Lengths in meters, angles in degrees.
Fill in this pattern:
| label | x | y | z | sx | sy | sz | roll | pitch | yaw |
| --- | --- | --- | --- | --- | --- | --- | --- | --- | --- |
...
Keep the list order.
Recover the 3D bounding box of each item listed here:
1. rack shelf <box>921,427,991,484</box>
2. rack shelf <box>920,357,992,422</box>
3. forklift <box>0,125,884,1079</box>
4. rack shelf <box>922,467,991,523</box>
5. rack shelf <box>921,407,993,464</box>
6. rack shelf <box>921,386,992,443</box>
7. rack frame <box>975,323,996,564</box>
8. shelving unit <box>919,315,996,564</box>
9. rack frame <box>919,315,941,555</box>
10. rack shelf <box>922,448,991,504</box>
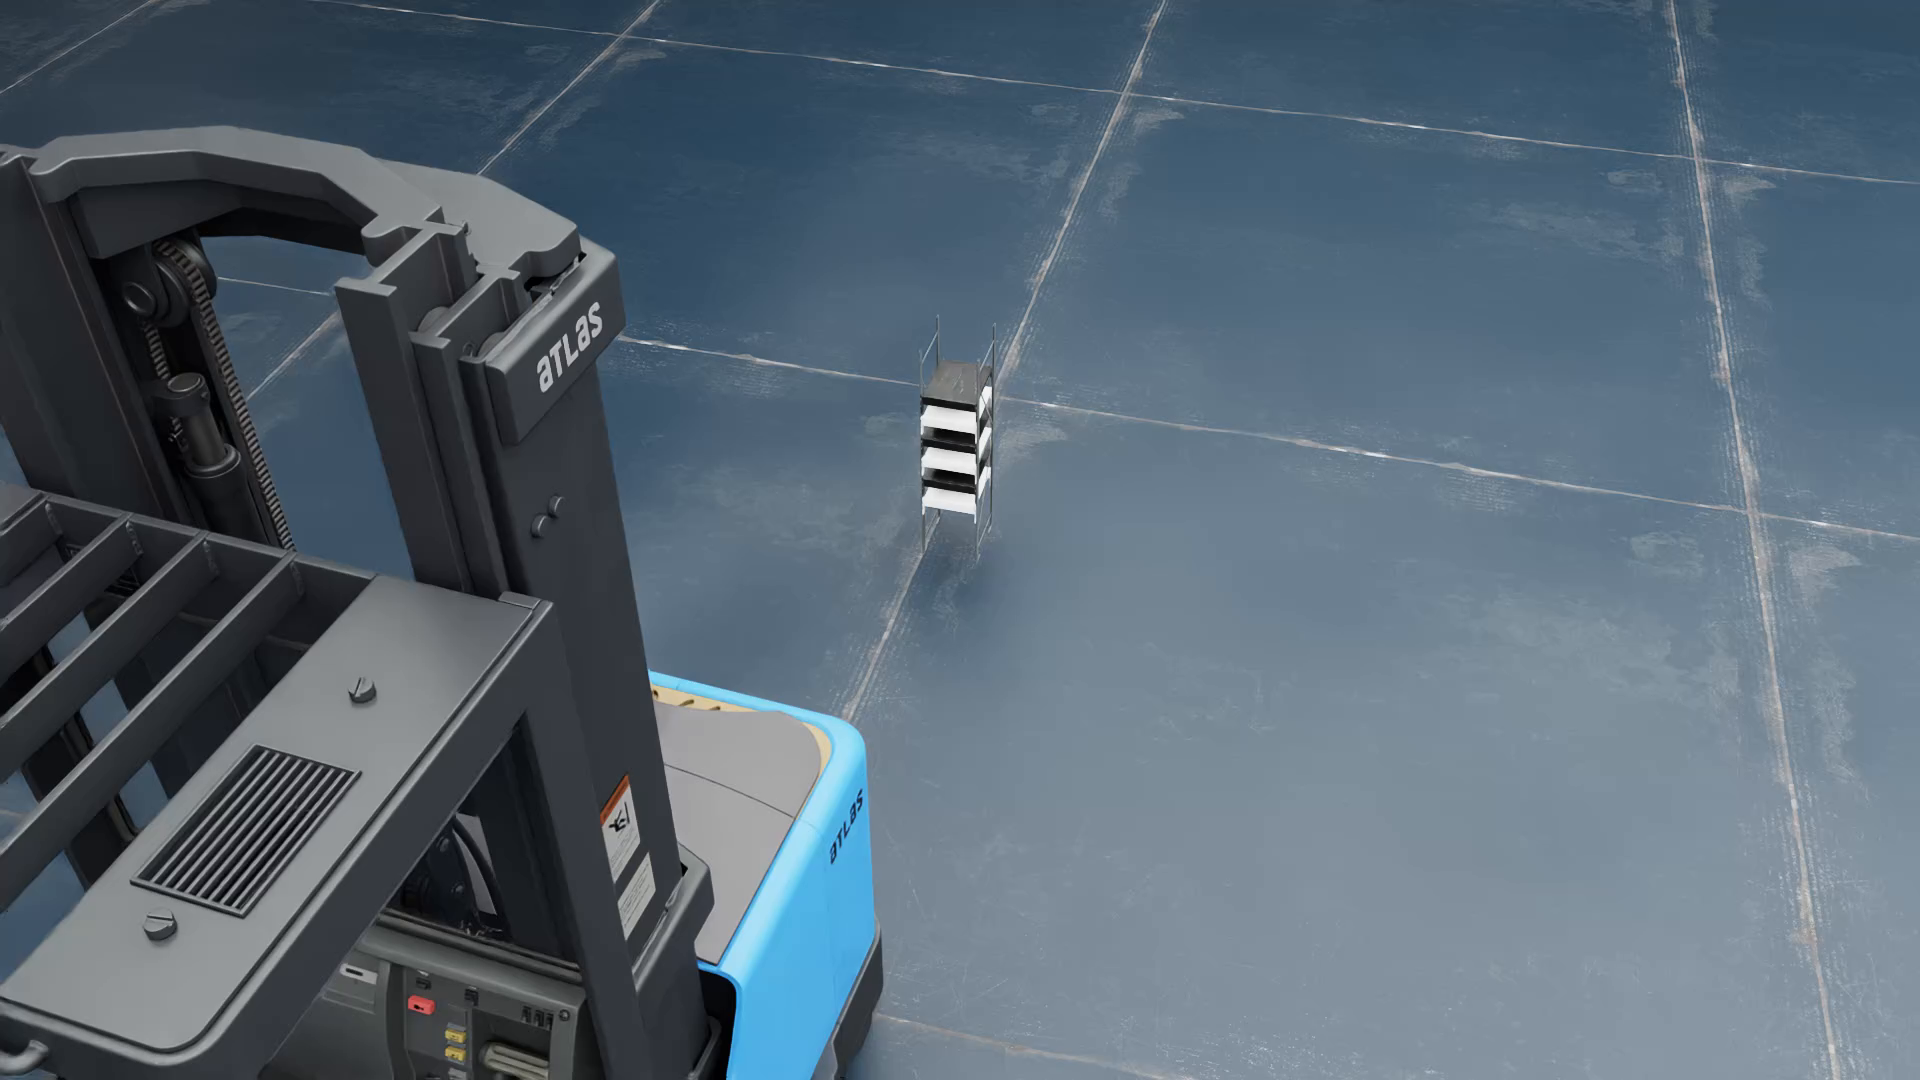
| label | x | y | z | sx | sy | sz | roll | pitch | yaw |
| --- | --- | --- | --- | --- | --- | --- | --- | --- | --- |
| rack shelf | -0.008 | -0.320 | 5.984 | 0.200 | 0.077 | 0.258 | 10 | 41 | 11 |
| rack shelf | -0.008 | -0.527 | 5.810 | 0.200 | 0.077 | 0.258 | 10 | 41 | 11 |
| forklift | -1.166 | 0.947 | 2.844 | 1.130 | 2.935 | 3.031 | 12 | 42 | 14 |
| rack shelf | -0.008 | -0.183 | 6.099 | 0.200 | 0.077 | 0.258 | 10 | 41 | 11 |
| rack shelf | -0.008 | -0.389 | 5.926 | 0.200 | 0.077 | 0.258 | 10 | 41 | 11 |
| rack shelf | -0.008 | -0.458 | 5.868 | 0.200 | 0.077 | 0.258 | 10 | 41 | 11 |
| rack frame | 0.090 | -0.329 | 5.942 | 0.006 | 0.900 | 0.240 | 10 | 41 | 11 |
| shelving unit | -0.008 | -0.346 | 5.962 | 0.210 | 0.900 | 0.258 | 10 | 41 | 11 |
| rack frame | -0.106 | -0.363 | 5.982 | 0.006 | 0.900 | 0.240 | 10 | 41 | 11 |
| rack shelf | -0.008 | -0.252 | 6.042 | 0.200 | 0.077 | 0.258 | 10 | 41 | 11 |
